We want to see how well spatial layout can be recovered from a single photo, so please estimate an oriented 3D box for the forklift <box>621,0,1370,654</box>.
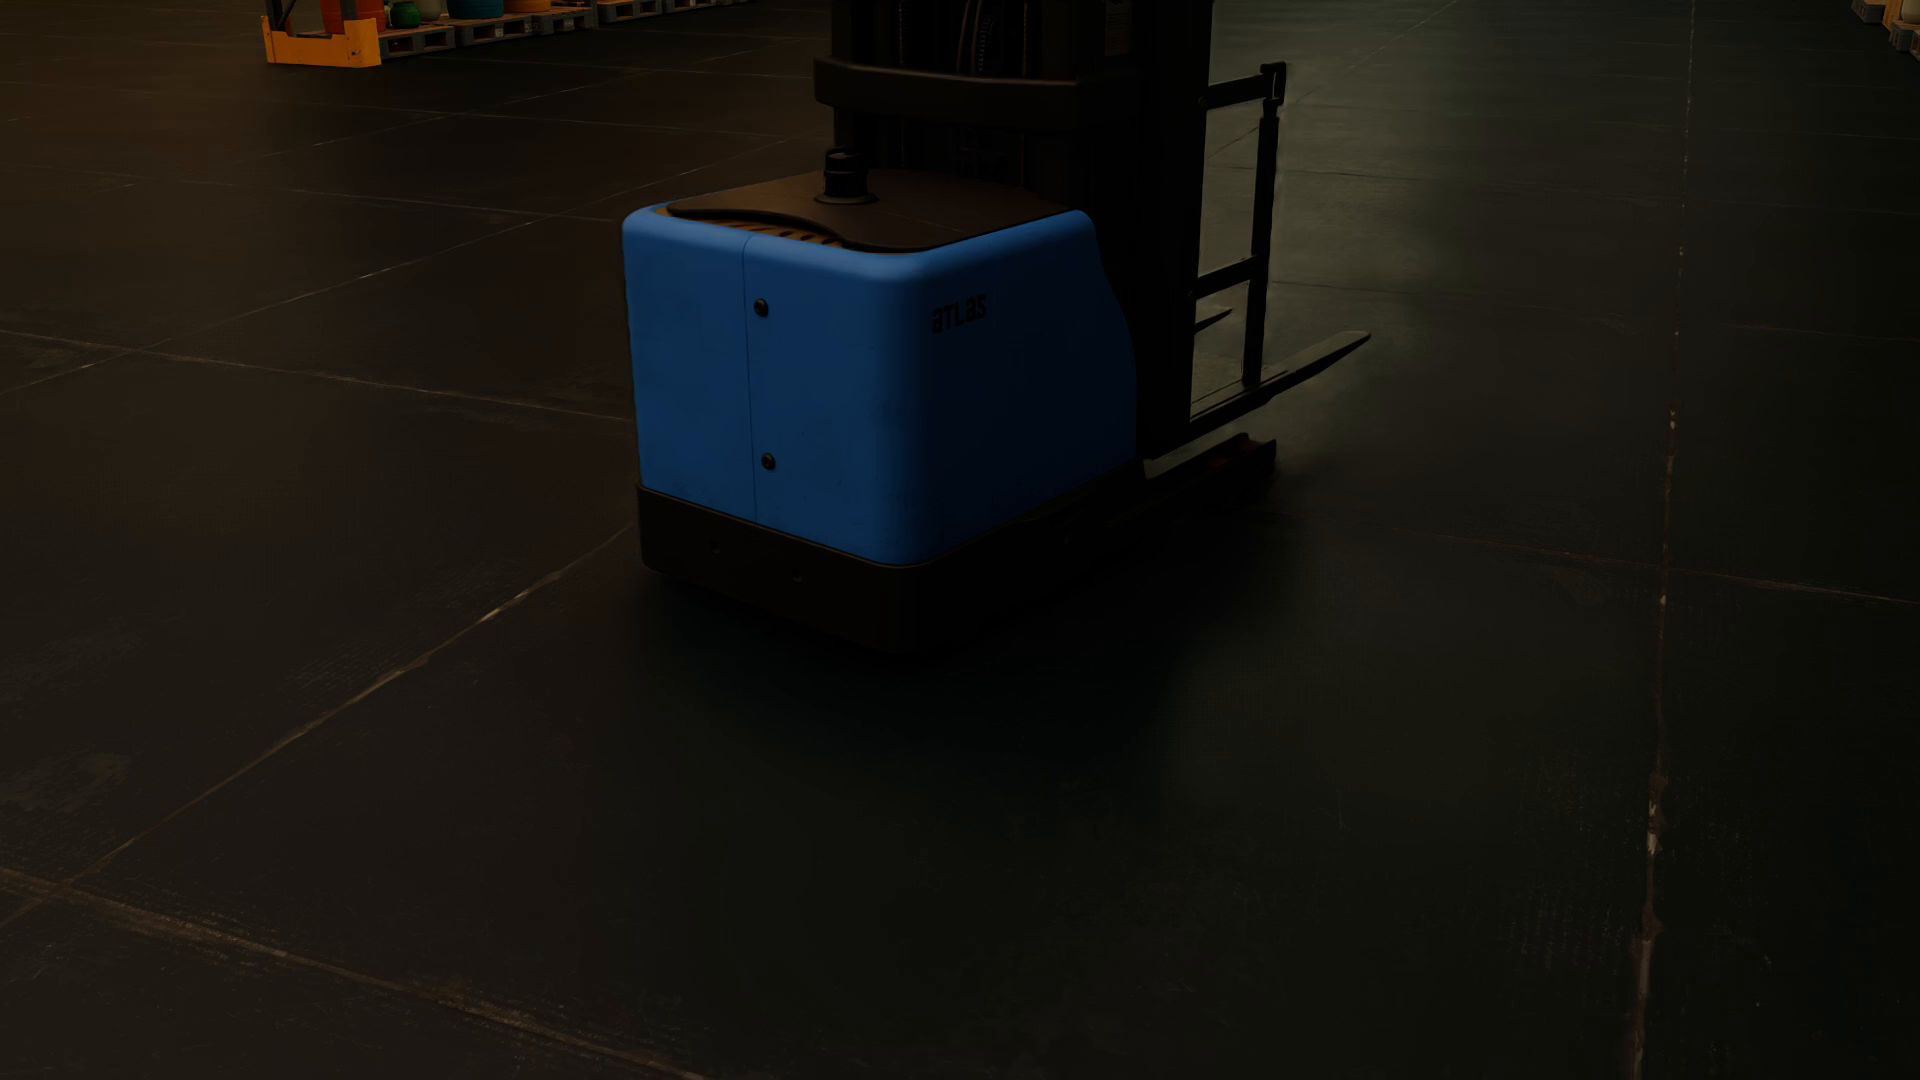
[{"bbox_3d":[0.389,-1.564,5.035,1.130,2.935,3.031,17,28,35],"label":"forklift"}]
